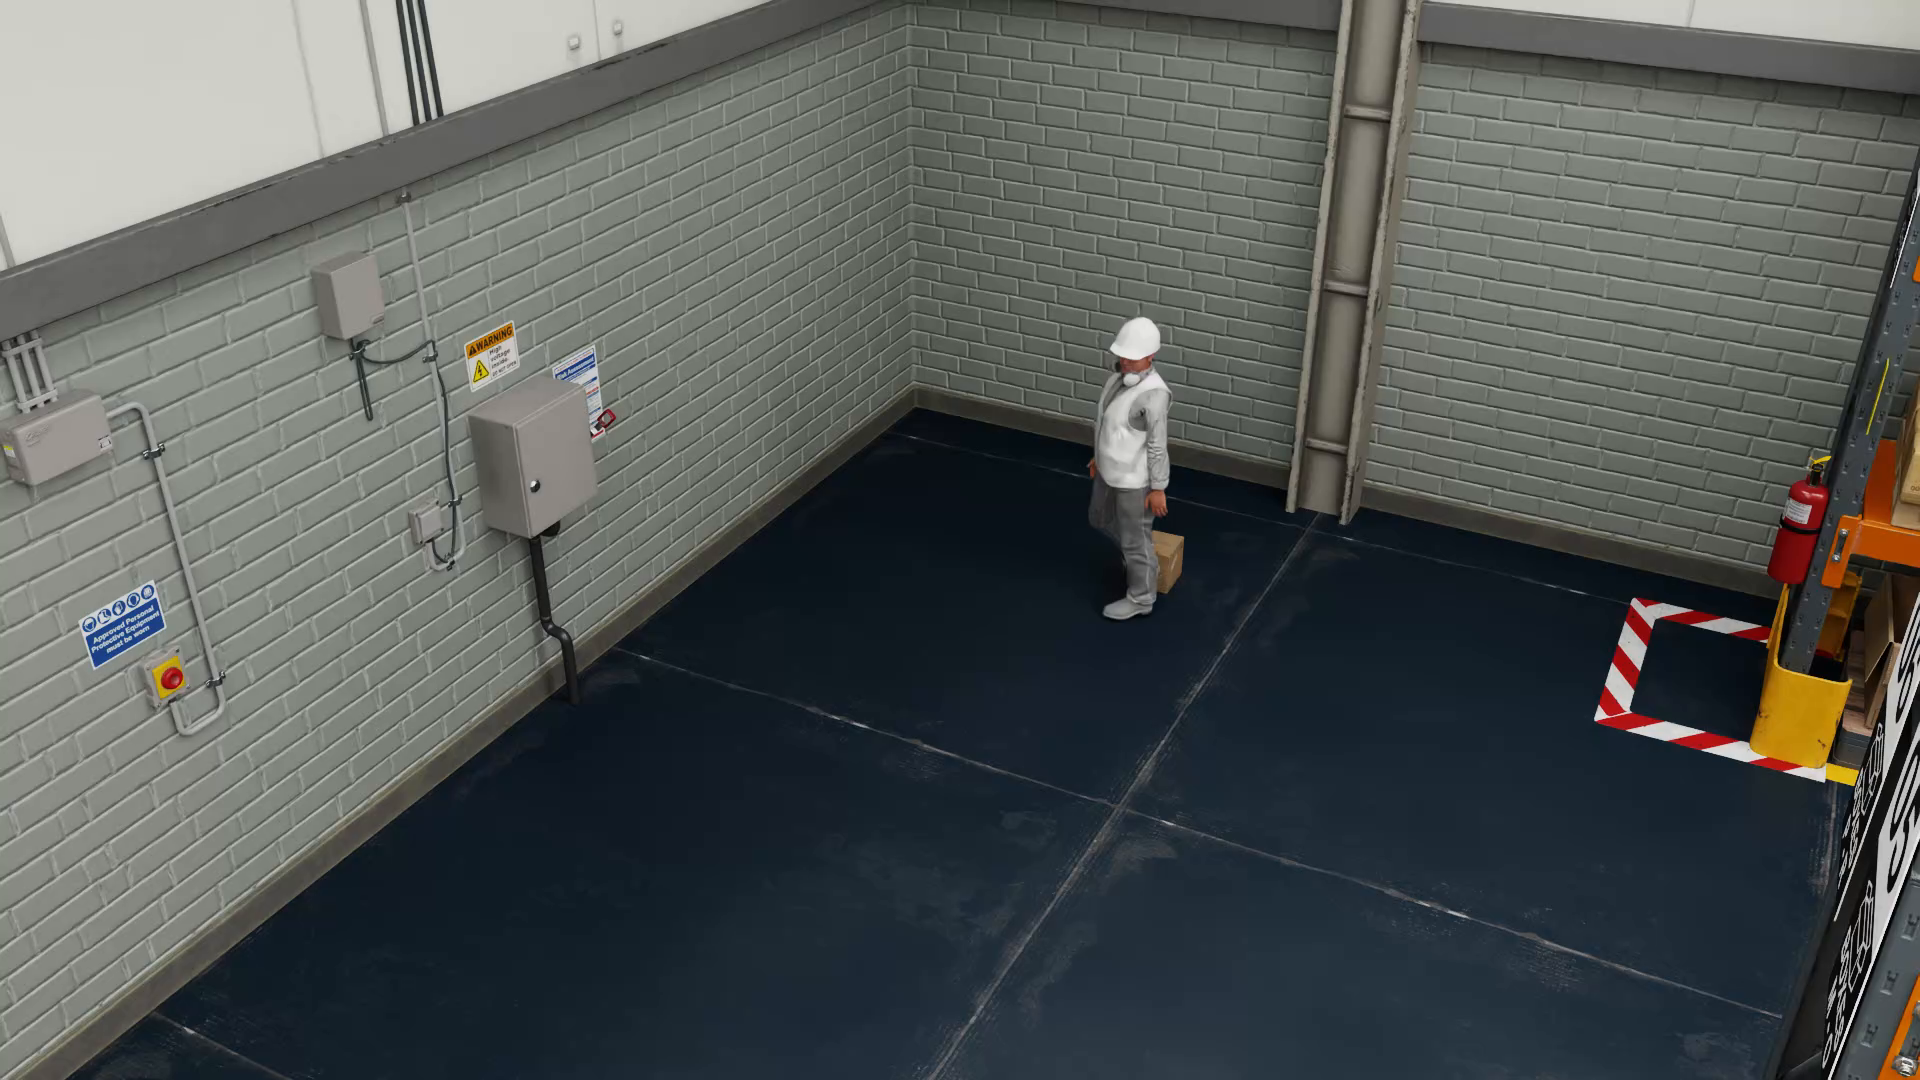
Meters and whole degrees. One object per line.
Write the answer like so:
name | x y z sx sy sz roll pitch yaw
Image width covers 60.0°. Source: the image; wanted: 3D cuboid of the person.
person | 0.937 -0.404 8.934 0.473 1.764 0.694 -7 31 -12
